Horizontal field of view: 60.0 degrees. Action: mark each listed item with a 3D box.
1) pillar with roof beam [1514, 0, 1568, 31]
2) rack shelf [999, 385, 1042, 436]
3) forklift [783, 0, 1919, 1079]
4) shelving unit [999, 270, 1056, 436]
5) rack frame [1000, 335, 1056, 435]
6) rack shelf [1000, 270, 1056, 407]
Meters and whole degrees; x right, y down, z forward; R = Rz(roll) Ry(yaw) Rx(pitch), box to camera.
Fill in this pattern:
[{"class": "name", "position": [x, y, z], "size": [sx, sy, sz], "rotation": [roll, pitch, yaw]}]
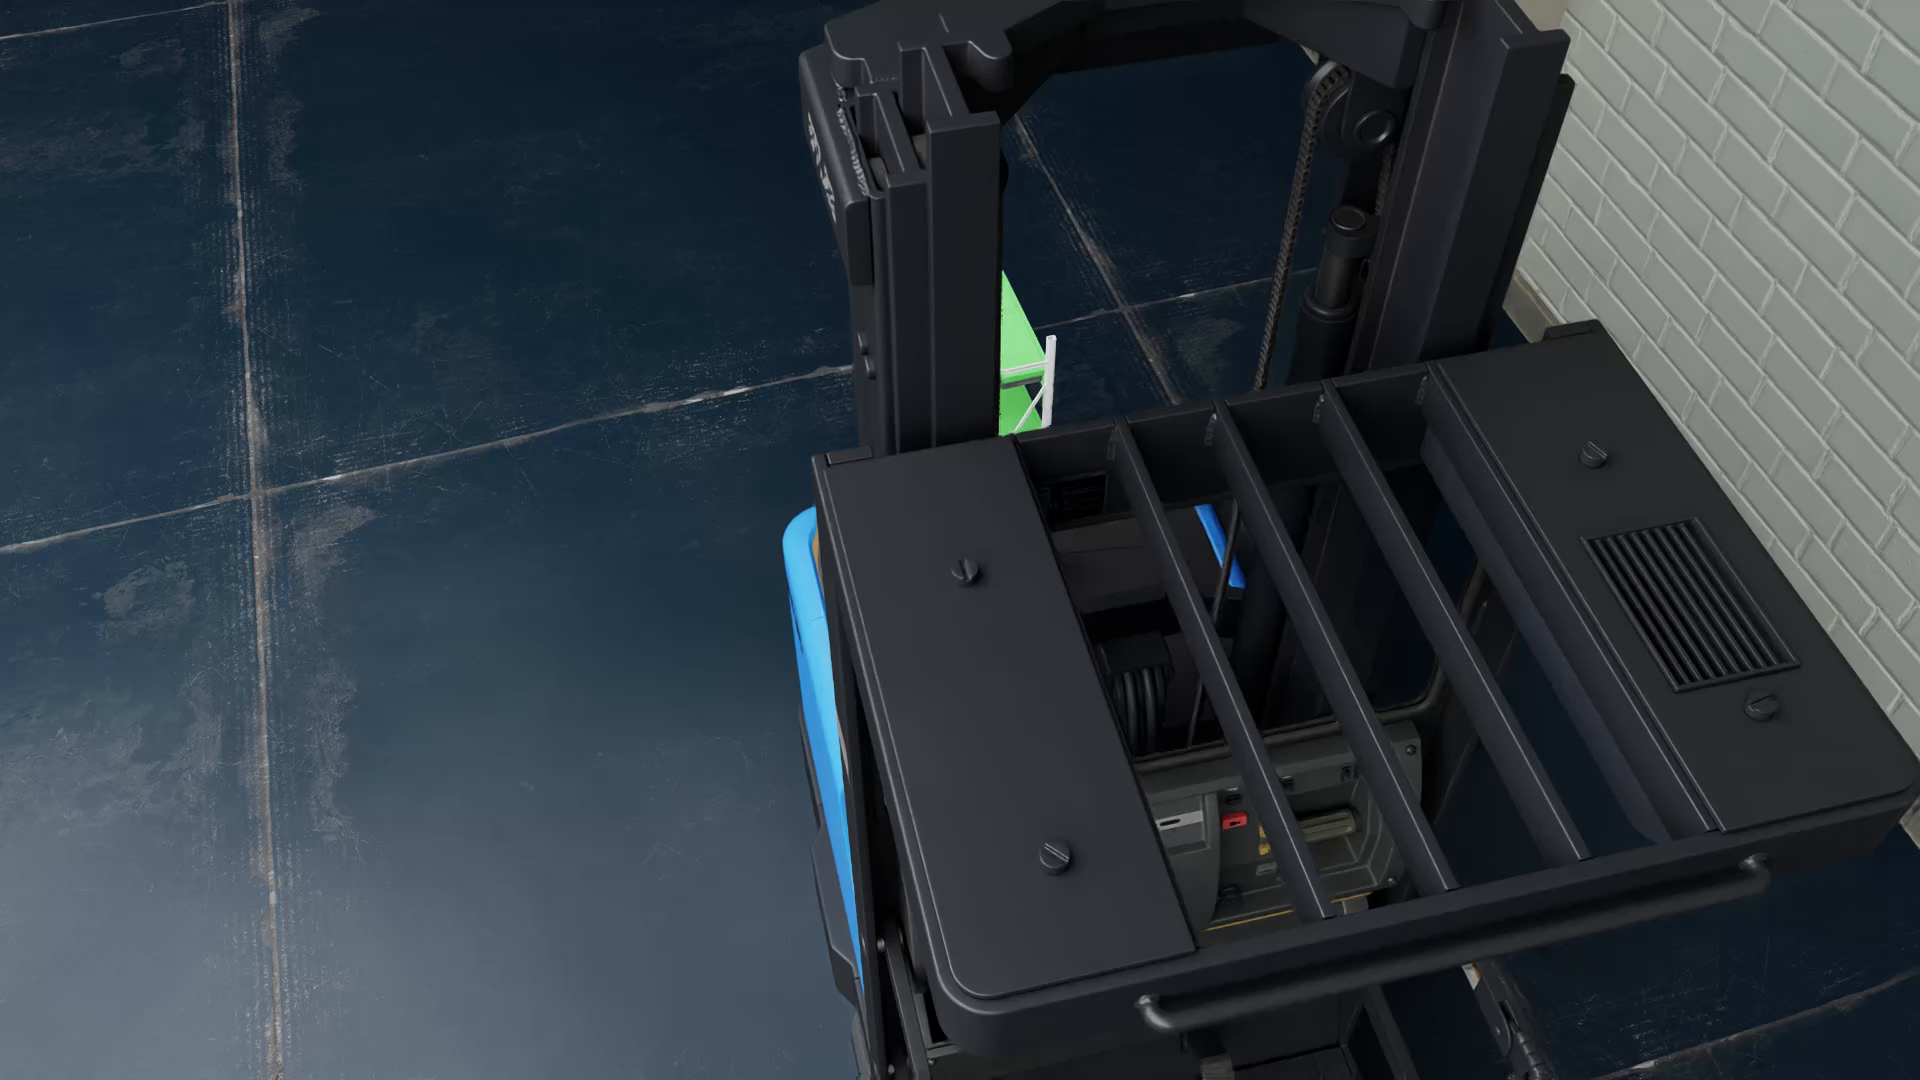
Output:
[{"class": "pillar with roof beam", "position": [-2.400, -3.019, 1.910], "size": [9.100, 9.000, 0.400], "rotation": [-13, 51, -11]}, {"class": "rack shelf", "position": [0.049, -0.379, 4.555], "size": [0.258, 0.148, 0.480], "rotation": [-13, 51, -11]}, {"class": "forklift", "position": [0.410, 0.687, 2.754], "size": [1.130, 2.935, 3.031], "rotation": [-10, 51, -9]}, {"class": "shelving unit", "position": [0.049, -0.266, 4.689], "size": [0.258, 1.200, 0.503], "rotation": [-13, 51, -11]}, {"class": "rack frame", "position": [0.121, -0.088, 4.539], "size": [0.240, 1.200, 0.015], "rotation": [-13, 51, -11]}, {"class": "rack shelf", "position": [0.049, -0.534, 4.371], "size": [0.258, 0.148, 0.480], "rotation": [-13, 51, -11]}]
